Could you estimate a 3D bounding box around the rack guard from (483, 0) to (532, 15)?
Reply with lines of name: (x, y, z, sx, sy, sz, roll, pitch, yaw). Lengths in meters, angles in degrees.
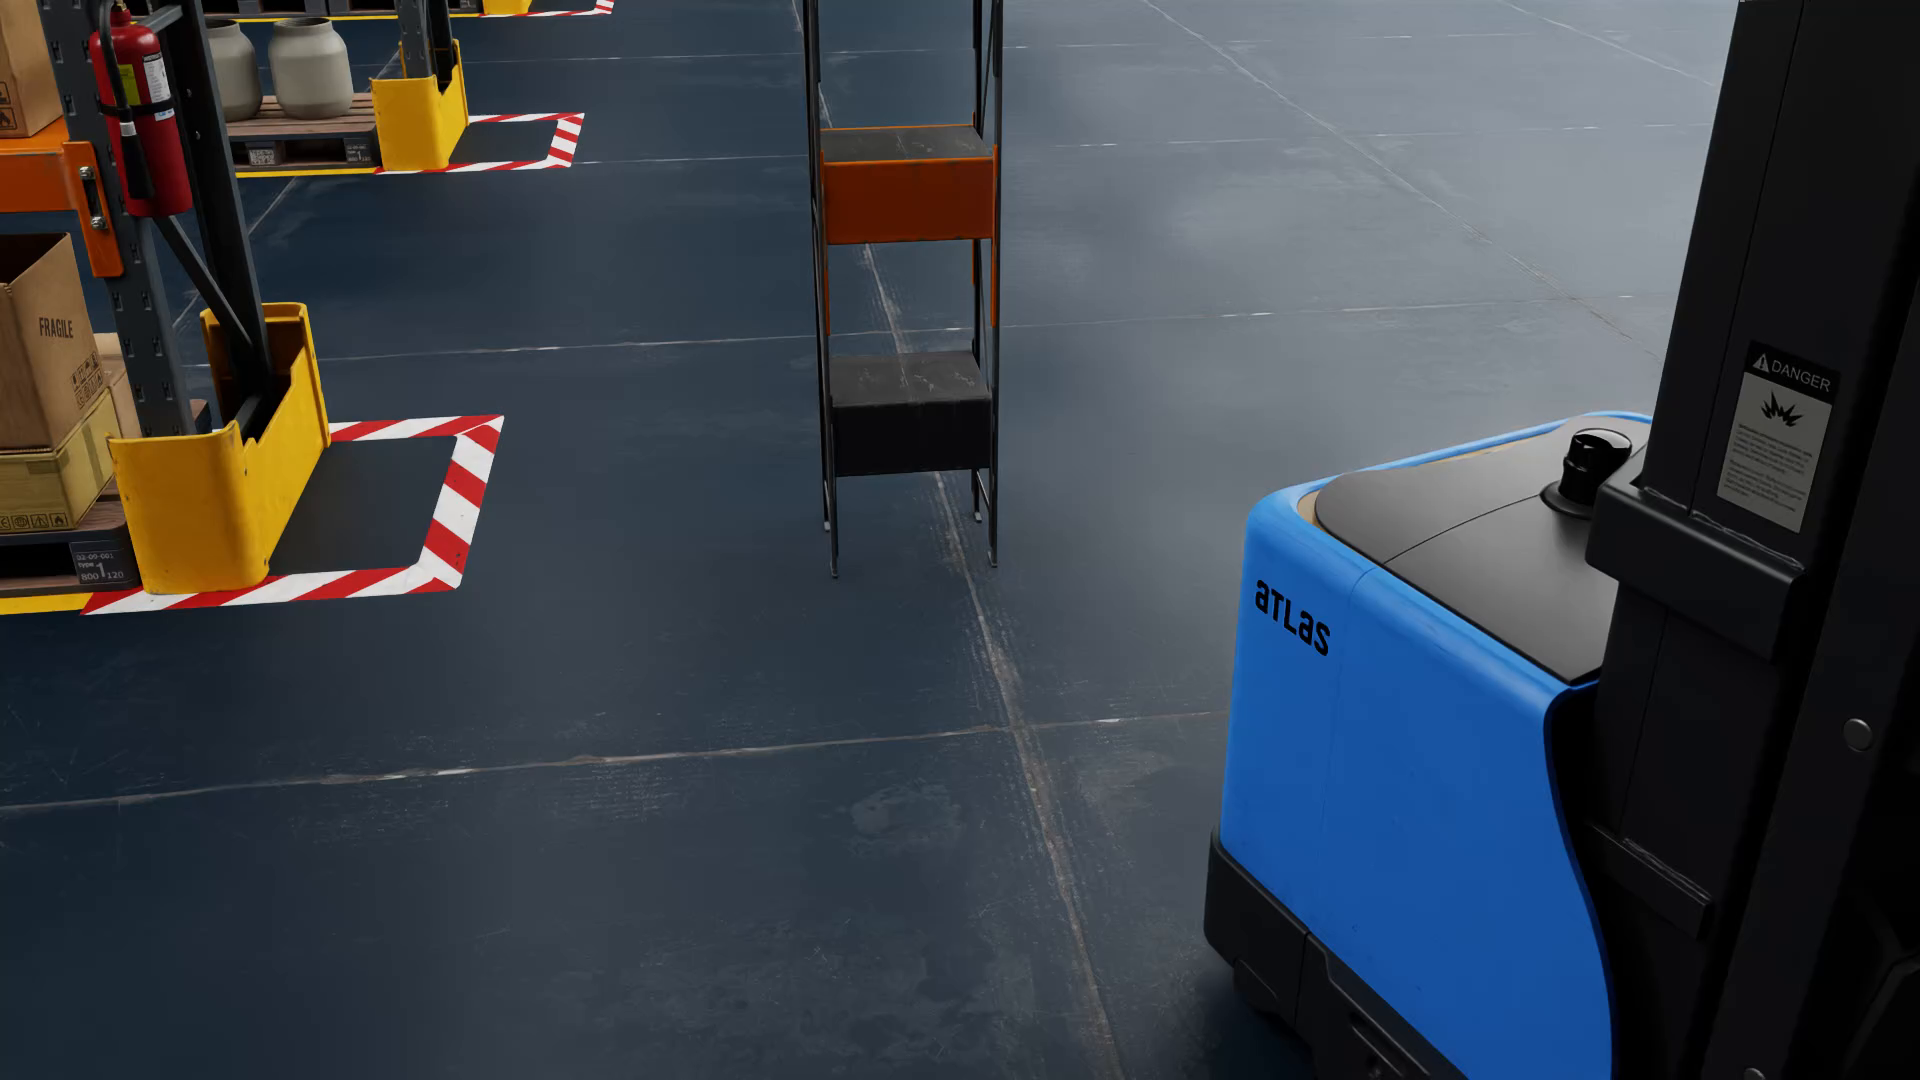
rack guard: (-3.819, -4.802, 14.060, 0.348, 0.500, 1.175, -4, 27, -7)

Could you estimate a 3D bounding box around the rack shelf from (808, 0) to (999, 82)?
rack shelf: (-0.164, -1.534, 4.437, 0.480, 0.518, 0.431, -4, 27, -7)

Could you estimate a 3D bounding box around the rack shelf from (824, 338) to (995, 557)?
rack shelf: (-0.164, -0.289, 5.076, 0.480, 0.518, 0.431, -4, 27, -7)

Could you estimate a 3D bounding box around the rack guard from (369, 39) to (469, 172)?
rack guard: (-3.123, -2.541, 9.655, 0.348, 0.500, 1.175, -4, 27, -7)

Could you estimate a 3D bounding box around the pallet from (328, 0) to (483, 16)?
pallet: (-4.629, -4.637, 14.057, 1.213, 0.211, 1.003, -4, 27, -7)

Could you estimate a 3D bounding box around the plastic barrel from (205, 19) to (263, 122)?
plastic barrel: (-4.191, -2.651, 9.396, 0.421, 0.512, 0.421, 0, 27, 0)

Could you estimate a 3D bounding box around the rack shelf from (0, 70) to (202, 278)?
rack shelf: (-4.348, -0.993, 4.687, 4.000, 0.370, 1.077, -4, 27, -7)

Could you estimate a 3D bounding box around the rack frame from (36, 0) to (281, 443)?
rack frame: (-2.367, -1.440, 4.771, 0.127, 3.000, 1.000, -4, 27, -7)

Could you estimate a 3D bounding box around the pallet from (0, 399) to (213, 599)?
pallet: (-3.119, -0.132, 5.276, 1.213, 0.211, 1.003, -4, 27, -7)

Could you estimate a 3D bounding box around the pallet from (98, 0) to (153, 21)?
pallet: (-7.045, -4.482, 13.754, 1.213, 0.211, 1.003, -4, 27, -7)

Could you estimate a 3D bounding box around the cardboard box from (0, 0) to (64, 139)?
cardboard box: (-2.832, -1.461, 4.701, 0.500, 0.500, 0.700, -4, 27, -7)

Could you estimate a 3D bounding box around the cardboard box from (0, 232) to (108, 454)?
cardboard box: (-2.857, -0.569, 4.803, 0.500, 0.500, 0.500, -4, 27, -7)

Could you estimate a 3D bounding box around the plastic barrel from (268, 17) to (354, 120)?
plastic barrel: (-3.695, -2.683, 9.459, 0.421, 0.512, 0.421, 0, 27, 0)

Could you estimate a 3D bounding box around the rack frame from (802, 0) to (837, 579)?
rack frame: (-0.406, -0.908, 4.720, 0.015, 2.100, 0.400, -4, 27, -7)

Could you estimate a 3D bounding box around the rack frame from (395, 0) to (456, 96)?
rack frame: (-3.054, -3.680, 9.135, 0.127, 3.000, 1.000, -4, 27, -7)

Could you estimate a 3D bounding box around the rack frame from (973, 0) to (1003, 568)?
rack frame: (0.078, -0.939, 4.780, 0.015, 2.100, 0.400, -4, 27, -7)

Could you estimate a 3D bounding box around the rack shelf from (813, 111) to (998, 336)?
rack shelf: (-0.164, -0.912, 4.756, 0.480, 0.518, 0.431, -4, 27, -7)

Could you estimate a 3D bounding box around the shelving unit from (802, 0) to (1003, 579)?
shelving unit: (-0.164, -0.924, 4.750, 0.503, 2.100, 0.431, -4, 27, -7)

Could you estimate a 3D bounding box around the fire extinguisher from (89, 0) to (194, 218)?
fire extinguisher: (-2.186, -1.203, 4.394, 0.183, 0.674, 0.296, -4, 27, -7)

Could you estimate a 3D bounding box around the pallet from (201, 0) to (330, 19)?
pallet: (-5.834, -4.561, 13.908, 1.213, 0.211, 1.003, -4, 27, -7)

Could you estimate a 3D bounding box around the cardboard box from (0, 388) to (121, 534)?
cardboard box: (-2.857, -0.236, 4.976, 0.500, 0.250, 0.500, -4, 27, -7)

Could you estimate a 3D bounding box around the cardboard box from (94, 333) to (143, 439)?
cardboard box: (-2.930, -0.470, 5.432, 0.500, 0.250, 0.500, -4, 27, -7)

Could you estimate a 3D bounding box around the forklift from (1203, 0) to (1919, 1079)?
forklift: (1.641, 0.062, 1.918, 1.130, 2.935, 3.031, -13, 30, -24)

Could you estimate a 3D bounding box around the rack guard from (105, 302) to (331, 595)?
rack guard: (-2.344, -0.329, 5.344, 0.348, 0.500, 1.175, -4, 27, -7)

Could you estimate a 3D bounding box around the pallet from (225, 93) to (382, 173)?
pallet: (-3.928, -2.364, 9.625, 1.213, 0.211, 1.003, -4, 27, -7)
